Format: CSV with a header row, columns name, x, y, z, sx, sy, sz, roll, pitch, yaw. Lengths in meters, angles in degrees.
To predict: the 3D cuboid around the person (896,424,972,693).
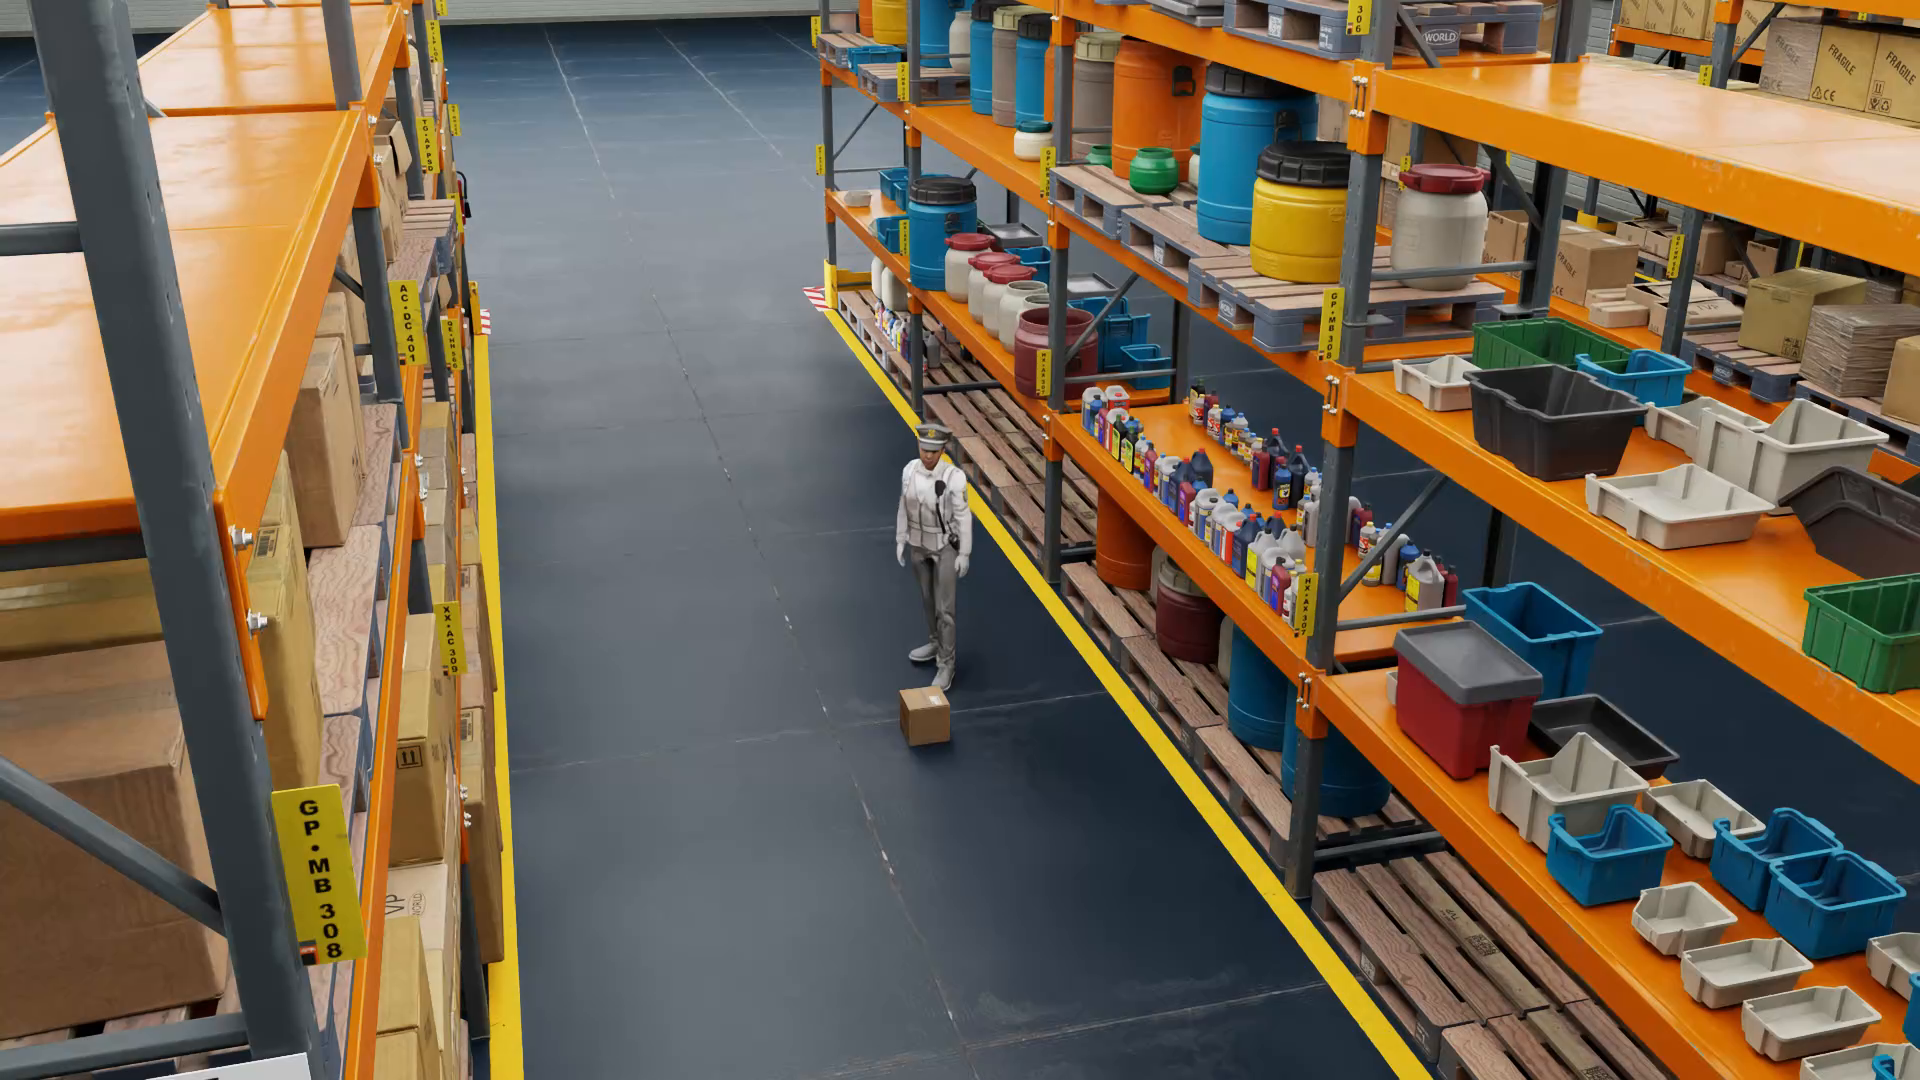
name,x,y,z,sx,sy,sz,roll,pitch,yaw
person,-0.195,0.067,10.440,0.524,1.681,0.521,15,27,31
